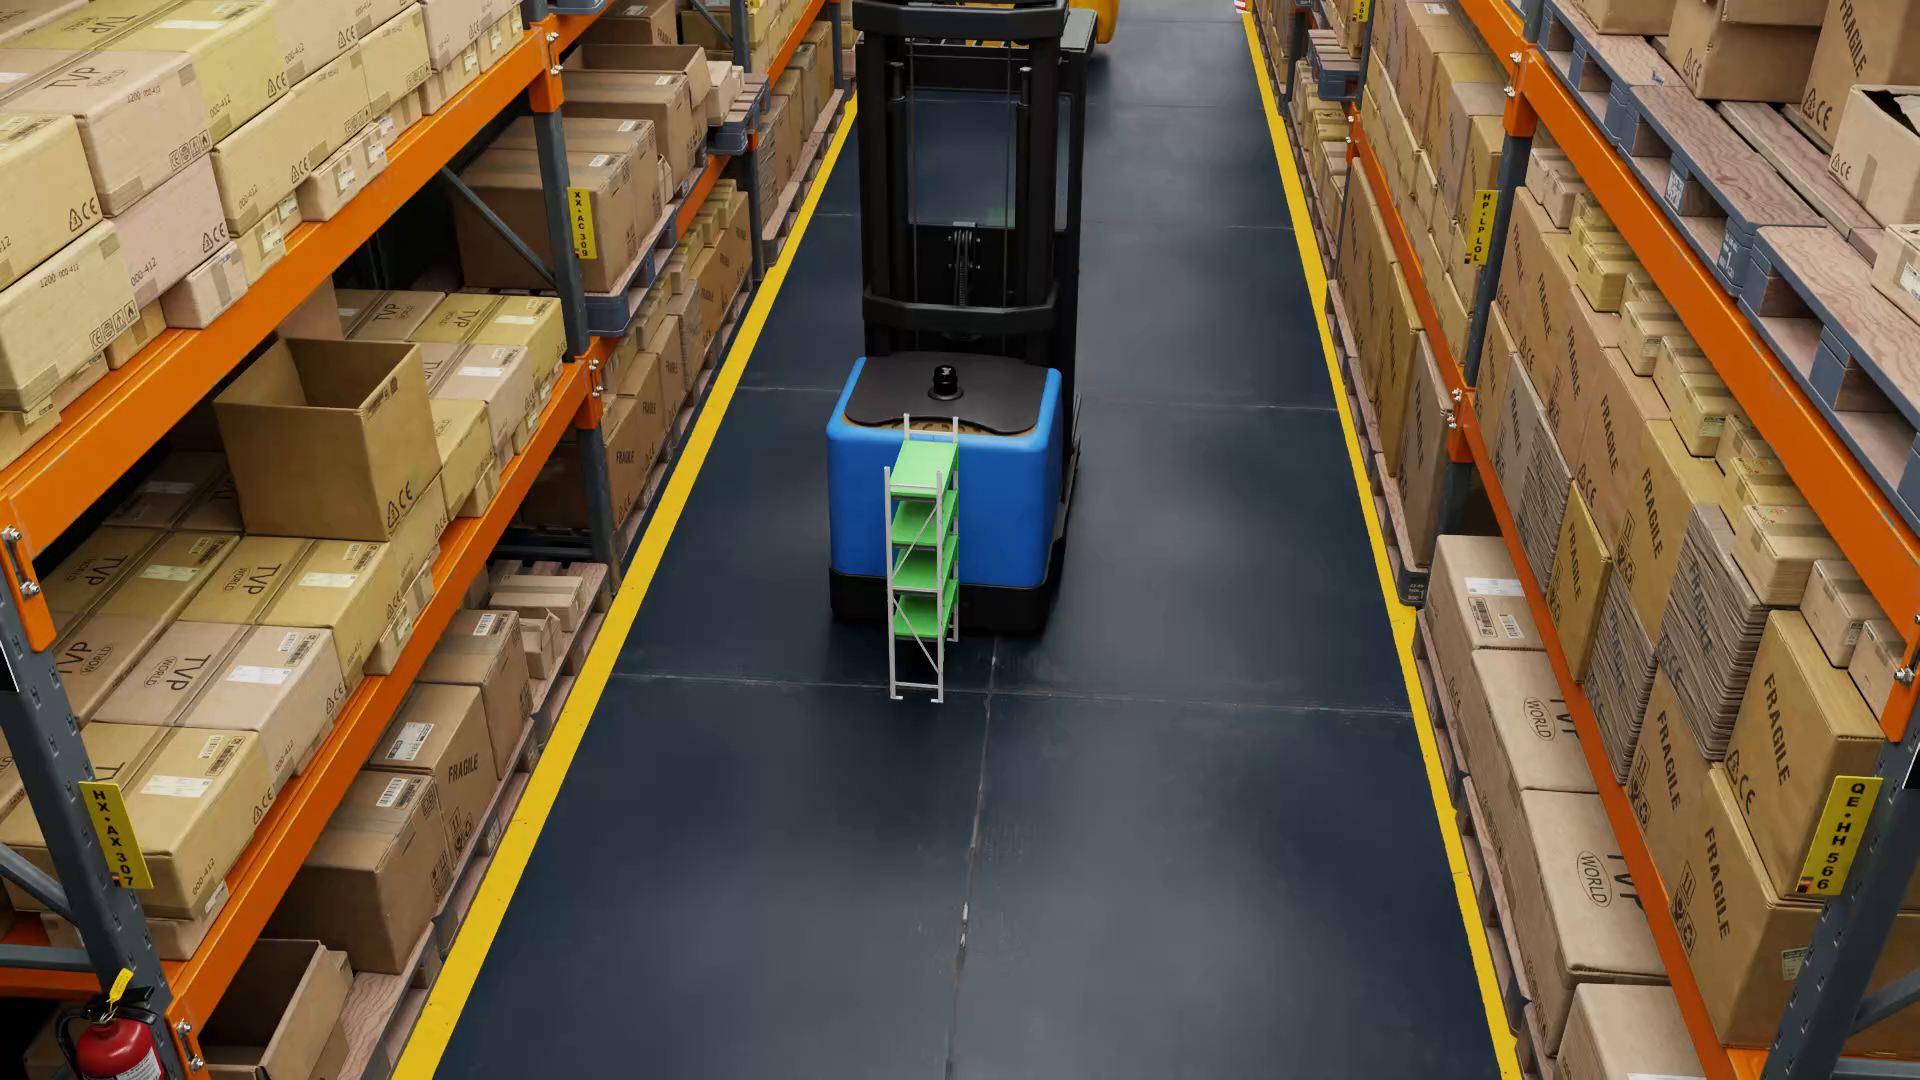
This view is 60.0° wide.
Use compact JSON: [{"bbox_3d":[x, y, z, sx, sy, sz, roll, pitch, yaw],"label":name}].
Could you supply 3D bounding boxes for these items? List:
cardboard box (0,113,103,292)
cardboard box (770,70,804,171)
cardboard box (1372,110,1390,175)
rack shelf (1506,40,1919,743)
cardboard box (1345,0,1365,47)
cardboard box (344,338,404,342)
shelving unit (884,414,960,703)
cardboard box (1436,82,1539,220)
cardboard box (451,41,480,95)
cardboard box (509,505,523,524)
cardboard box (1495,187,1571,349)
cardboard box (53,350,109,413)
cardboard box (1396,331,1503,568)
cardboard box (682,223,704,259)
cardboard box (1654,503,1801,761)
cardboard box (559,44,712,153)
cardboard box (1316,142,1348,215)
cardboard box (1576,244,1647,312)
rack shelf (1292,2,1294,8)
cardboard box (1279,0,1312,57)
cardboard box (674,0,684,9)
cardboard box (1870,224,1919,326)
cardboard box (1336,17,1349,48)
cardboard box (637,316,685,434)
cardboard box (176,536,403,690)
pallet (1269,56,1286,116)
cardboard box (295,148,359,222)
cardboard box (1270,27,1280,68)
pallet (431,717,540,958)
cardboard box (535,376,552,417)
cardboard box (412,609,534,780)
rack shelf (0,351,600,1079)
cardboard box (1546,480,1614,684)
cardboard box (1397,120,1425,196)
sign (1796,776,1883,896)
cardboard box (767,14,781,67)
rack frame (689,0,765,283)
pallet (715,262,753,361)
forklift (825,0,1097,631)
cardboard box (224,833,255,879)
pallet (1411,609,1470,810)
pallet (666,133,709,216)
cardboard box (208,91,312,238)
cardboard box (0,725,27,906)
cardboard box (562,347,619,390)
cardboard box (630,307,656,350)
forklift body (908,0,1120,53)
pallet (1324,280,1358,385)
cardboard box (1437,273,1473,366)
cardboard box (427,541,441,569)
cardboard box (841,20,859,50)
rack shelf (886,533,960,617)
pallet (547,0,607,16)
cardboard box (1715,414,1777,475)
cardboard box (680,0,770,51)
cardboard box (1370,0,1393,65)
[{"bbox_3d":[-2.250,-0.728,3.596,0.500,0.250,0.500,2,32,3],"label":"cardboard box"},{"bbox_3d":[-1.721,-3.325,13.149,0.875,0.625,0.625,1,32,2],"label":"cardboard box"},{"bbox_3d":[2.748,-2.349,9.846,0.500,0.250,0.500,2,32,3],"label":"cardboard box"},{"bbox_3d":[2.574,-0.761,4.952,1.077,0.370,4.000,2,32,4],"label":"rack shelf"},{"bbox_3d":[2.822,-3.525,10.831,0.500,0.500,0.500,2,32,3],"label":"cardboard box"},{"bbox_3d":[-2.554,-0.599,6.722,0.500,0.250,0.500,2,32,4],"label":"cardboard box"},{"bbox_3d":[-0.162,0.090,7.460,0.258,1.200,0.503,4,32,7],"label":"shelving unit"},{"bbox_3d":[2.558,-1.819,7.794,0.500,0.500,0.500,3,32,5],"label":"cardboard box"},{"bbox_3d":[-1.999,-1.747,6.106,0.380,0.149,0.250,3,32,6],"label":"cardboard box"},{"bbox_3d":[-2.466,-0.430,8.570,0.500,0.500,0.500,2,32,4],"label":"cardboard box"},{"bbox_3d":[2.456,-1.065,6.571,0.500,0.500,0.500,3,32,4],"label":"cardboard box"},{"bbox_3d":[-2.284,-0.419,3.951,0.380,0.149,0.250,3,32,5],"label":"cardboard box"},{"bbox_3d":[2.707,-0.437,8.226,0.875,0.875,0.875,3,32,6],"label":"cardboard box"},{"bbox_3d":[-1.796,-1.843,10.246,0.380,0.149,0.250,3,32,5],"label":"cardboard box"},{"bbox_3d":[2.226,0.251,4.435,0.500,0.500,0.500,3,32,4],"label":"cardboard box"},{"bbox_3d":[-1.834,-2.499,9.447,0.797,0.503,0.637,2,32,3],"label":"cardboard box"},{"bbox_3d":[3.170,-2.669,12.325,0.950,0.372,0.625,2,32,3],"label":"cardboard box"},{"bbox_3d":[2.337,-0.891,5.670,0.380,0.149,0.250,2,32,3],"label":"cardboard box"},{"bbox_3d":[3.551,-5.758,15.921,1.077,0.370,4.000,2,32,4],"label":"rack shelf"},{"bbox_3d":[3.169,-4.667,14.970,0.500,0.500,0.500,2,32,3],"label":"cardboard box"},{"bbox_3d":[-2.060,-3.635,11.075,0.380,0.149,0.250,3,32,6],"label":"cardboard box"},{"bbox_3d":[2.312,-0.597,3.745,0.380,0.149,0.250,0,32,0],"label":"cardboard box"},{"bbox_3d":[2.780,-3.457,11.340,0.380,0.149,0.250,2,32,4],"label":"cardboard box"},{"bbox_3d":[-1.869,-0.943,9.404,0.500,0.500,0.500,2,32,3],"label":"cardboard box"},{"bbox_3d":[-2.152,0.229,5.379,0.500,0.250,0.500,2,32,3],"label":"cardboard box"},{"bbox_3d":[3.407,-4.184,15.339,1.003,0.211,1.213,2,32,4],"label":"pallet"},{"bbox_3d":[-2.057,-1.078,5.021,0.380,0.149,0.250,3,32,4],"label":"cardboard box"},{"bbox_3d":[3.202,-4.627,15.619,0.500,0.250,0.500,2,32,3],"label":"cardboard box"},{"bbox_3d":[-2.364,1.140,6.699,1.003,0.211,1.213,2,32,4],"label":"pallet"},{"bbox_3d":[-1.985,-0.624,7.143,0.380,0.149,0.250,3,32,5],"label":"cardboard box"},{"bbox_3d":[-2.199,0.627,6.855,0.700,0.500,0.500,1,32,2],"label":"cardboard box"},{"bbox_3d":[-2.374,0.306,6.079,1.077,0.370,4.000,2,32,4],"label":"rack shelf"},{"bbox_3d":[2.304,0.148,5.555,0.500,0.500,0.500,3,32,5],"label":"cardboard box"},{"bbox_3d":[2.624,-2.027,8.846,0.500,0.250,0.500,3,32,5],"label":"cardboard box"},{"bbox_3d":[1.871,0.632,3.536,0.100,0.325,0.005,2,32,4],"label":"sign"},{"bbox_3d":[-1.560,-3.558,11.807,0.500,0.250,0.500,2,32,3],"label":"cardboard box"},{"bbox_3d":[-1.885,-3.137,10.982,1.000,3.000,0.127,2,32,4],"label":"rack frame"},{"bbox_3d":[-1.984,-1.561,11.082,1.003,0.211,1.213,2,32,4],"label":"pallet"},{"bbox_3d":[0.087,-1.571,8.506,1.130,2.935,3.031,4,32,7],"label":"forklift"},{"bbox_3d":[-2.262,0.858,4.739,0.380,0.149,0.250,3,32,5],"label":"cardboard box"},{"bbox_3d":[2.597,0.746,7.339,1.003,0.211,1.213,2,32,4],"label":"pallet"},{"bbox_3d":[-2.039,-2.038,9.382,1.003,0.211,1.213,2,32,4],"label":"pallet"},{"bbox_3d":[-2.153,-1.048,4.592,0.500,0.250,0.500,2,32,3],"label":"cardboard box"},{"bbox_3d":[-2.764,0.731,4.564,0.500,0.250,0.500,3,32,5],"label":"cardboard box"},{"bbox_3d":[-1.943,-0.877,8.395,0.380,0.149,0.250,1,32,2],"label":"cardboard box"},{"bbox_3d":[-1.895,-1.168,9.151,0.380,0.149,0.250,2,32,4],"label":"cardboard box"},{"bbox_3d":[0.430,-5.890,16.257,2.313,2.155,1.214,2,32,4],"label":"forklift body"},{"bbox_3d":[2.923,-1.331,10.709,1.003,0.211,1.213,2,32,4],"label":"pallet"},{"bbox_3d":[2.522,-1.017,7.684,0.500,0.250,0.500,2,32,3],"label":"cardboard box"},{"bbox_3d":[-2.128,0.045,6.058,0.380,0.149,0.250,2,32,4],"label":"cardboard box"},{"bbox_3d":[-1.212,-4.690,15.245,0.500,0.250,0.500,2,32,4],"label":"cardboard box"},{"bbox_3d":[-0.162,0.145,7.493,0.258,0.148,0.480,4,32,7],"label":"rack shelf"},{"bbox_3d":[-2.088,-2.581,7.399,1.213,0.211,1.003,2,32,4],"label":"pallet"},{"bbox_3d":[2.328,-0.221,4.582,0.380,0.149,0.250,2,32,4],"label":"cardboard box"},{"bbox_3d":[-1.581,-3.507,11.248,0.500,0.250,0.500,2,32,4],"label":"cardboard box"},{"bbox_3d":[2.778,-3.148,9.951,0.500,0.500,0.500,1,32,2],"label":"cardboard box"}]
